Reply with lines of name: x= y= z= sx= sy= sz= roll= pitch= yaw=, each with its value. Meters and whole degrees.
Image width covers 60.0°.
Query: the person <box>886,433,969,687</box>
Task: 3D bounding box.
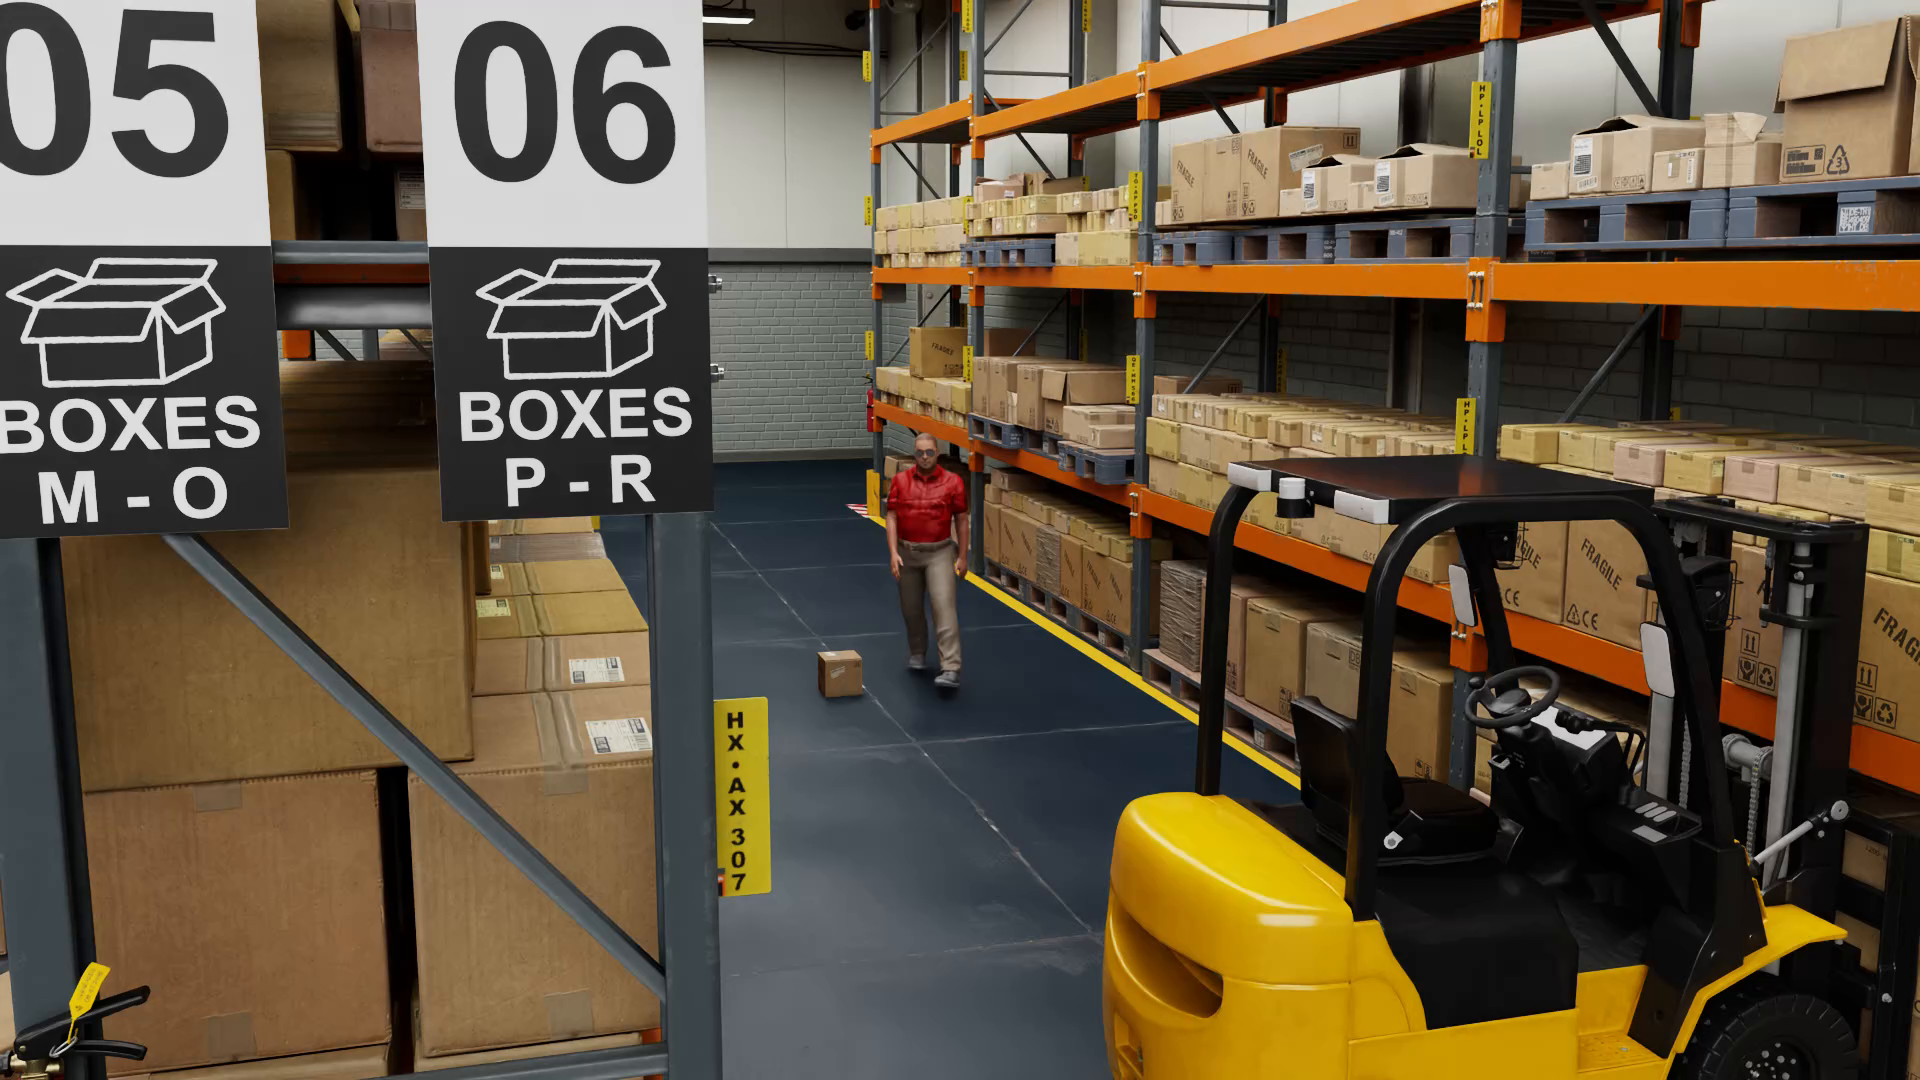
person: x=-0.225 y=0.120 z=11.188 sx=0.590 sy=1.671 sz=0.967 roll=2 pitch=9 yaw=14
